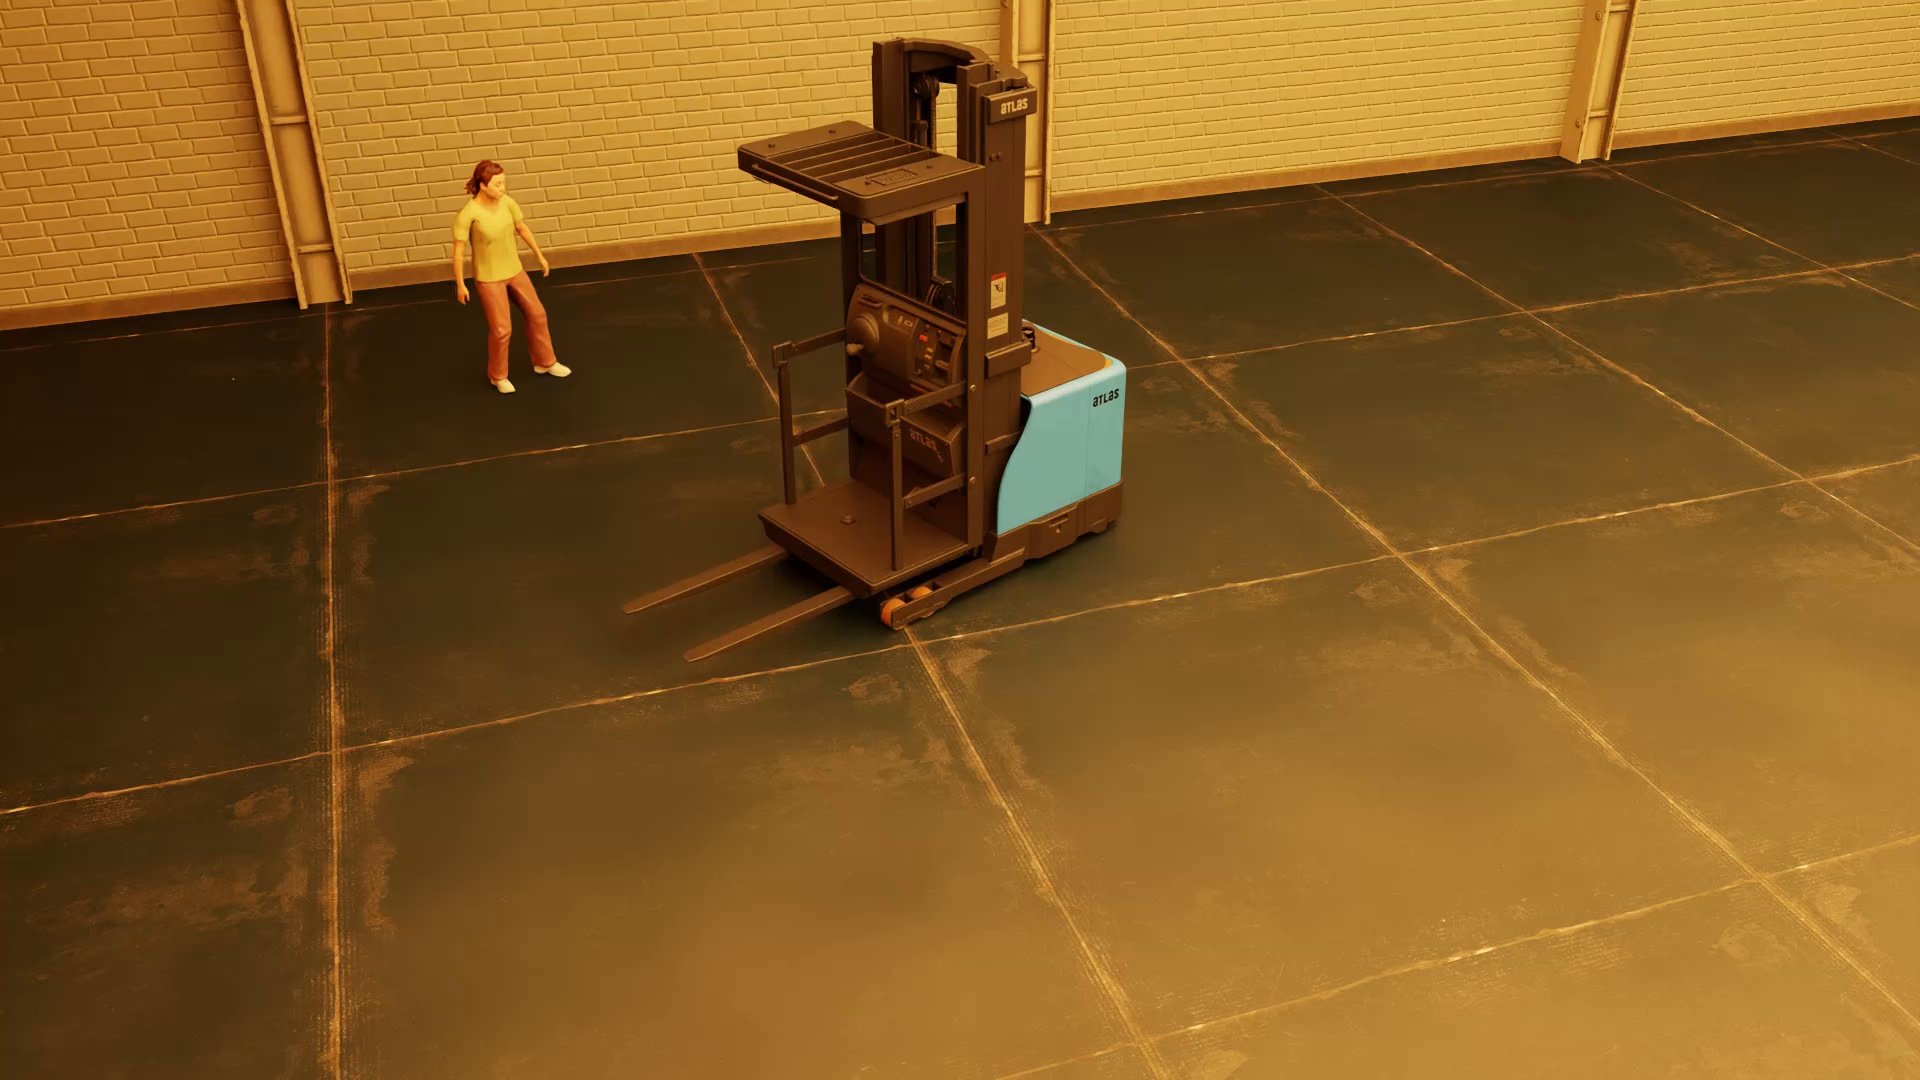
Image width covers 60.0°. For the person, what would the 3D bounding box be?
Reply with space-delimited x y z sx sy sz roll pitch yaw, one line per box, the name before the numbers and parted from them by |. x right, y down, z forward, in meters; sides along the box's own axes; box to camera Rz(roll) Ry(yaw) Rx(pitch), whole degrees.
person | -3.177 -1.836 11.565 0.391 1.650 0.697 21 36 32

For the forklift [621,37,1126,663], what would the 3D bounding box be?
forklift | -0.461 -1.072 8.951 3.031 2.935 1.130 -23 37 -34
